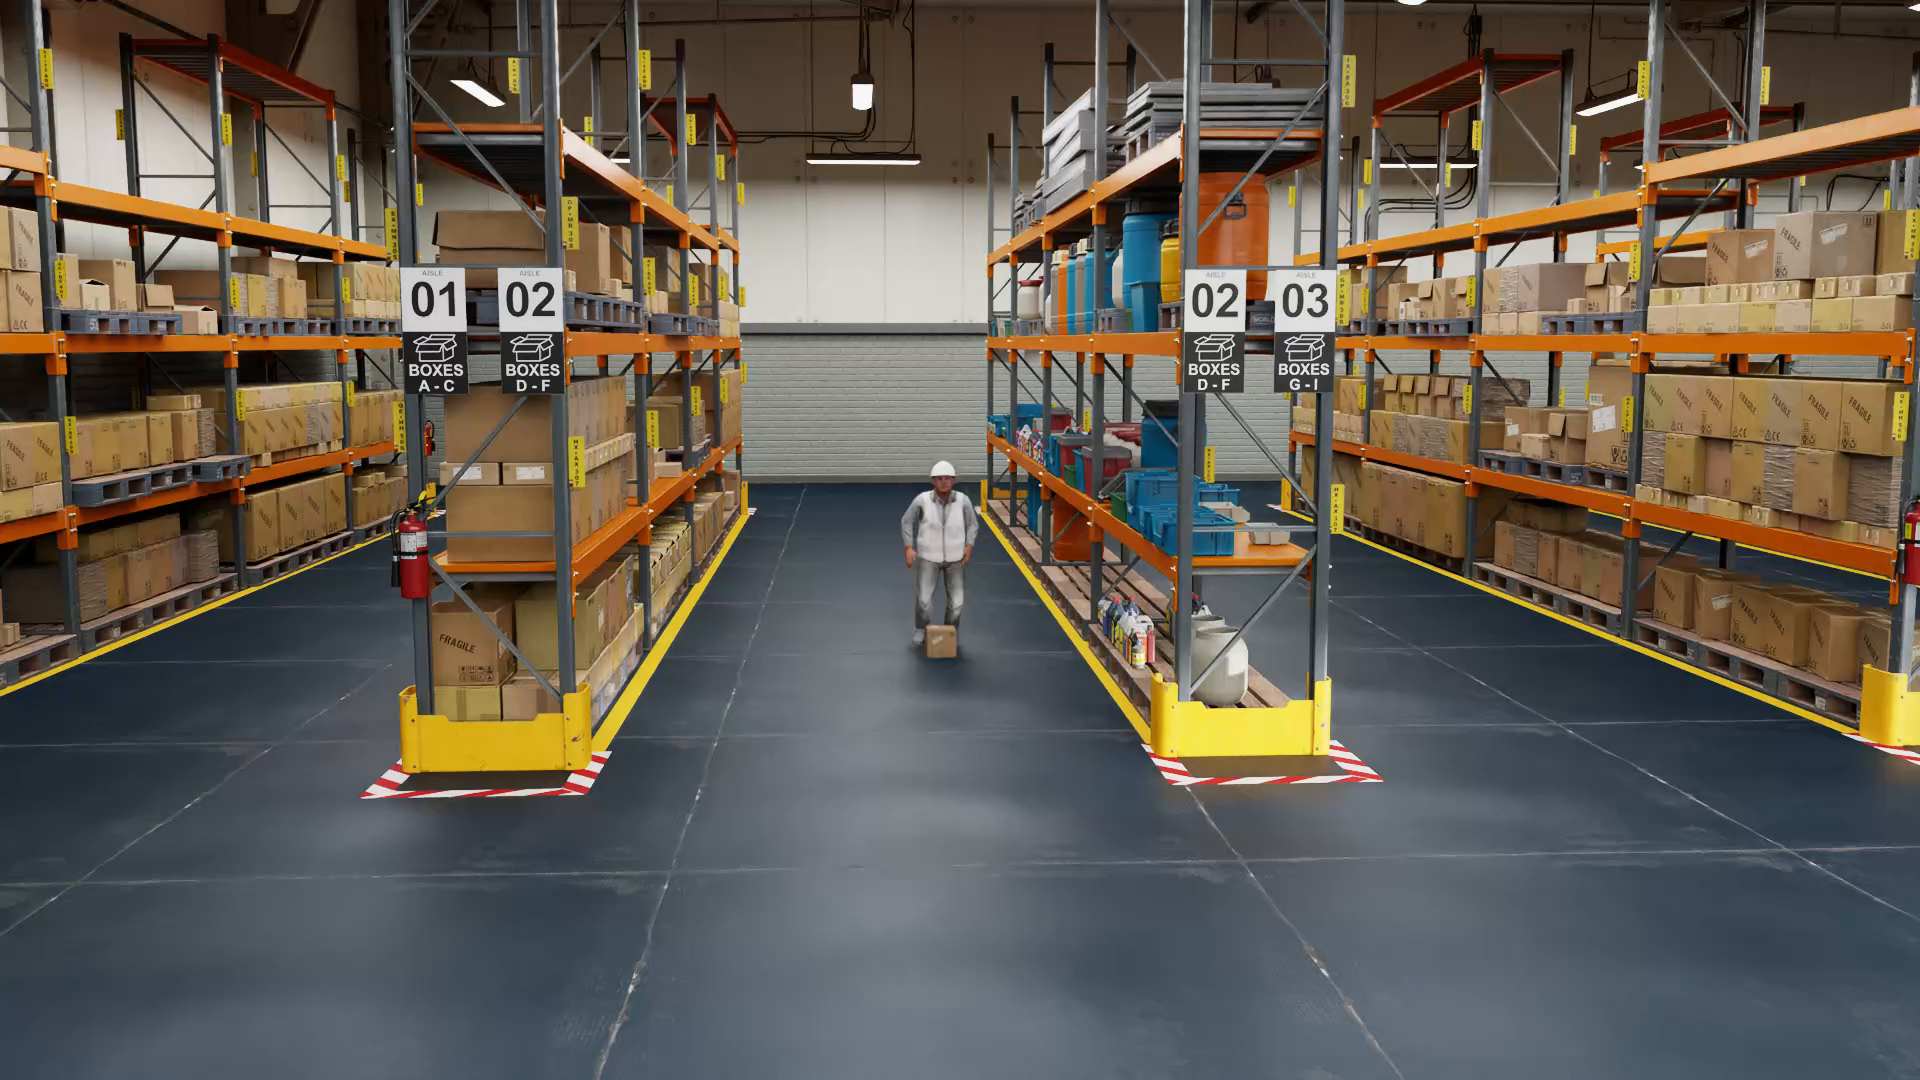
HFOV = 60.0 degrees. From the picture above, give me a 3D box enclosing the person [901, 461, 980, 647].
[{"bbox_3d":[-0.172,0.140,14.734,0.684,1.703,0.634,-1,7,-8],"label":"person"}]
